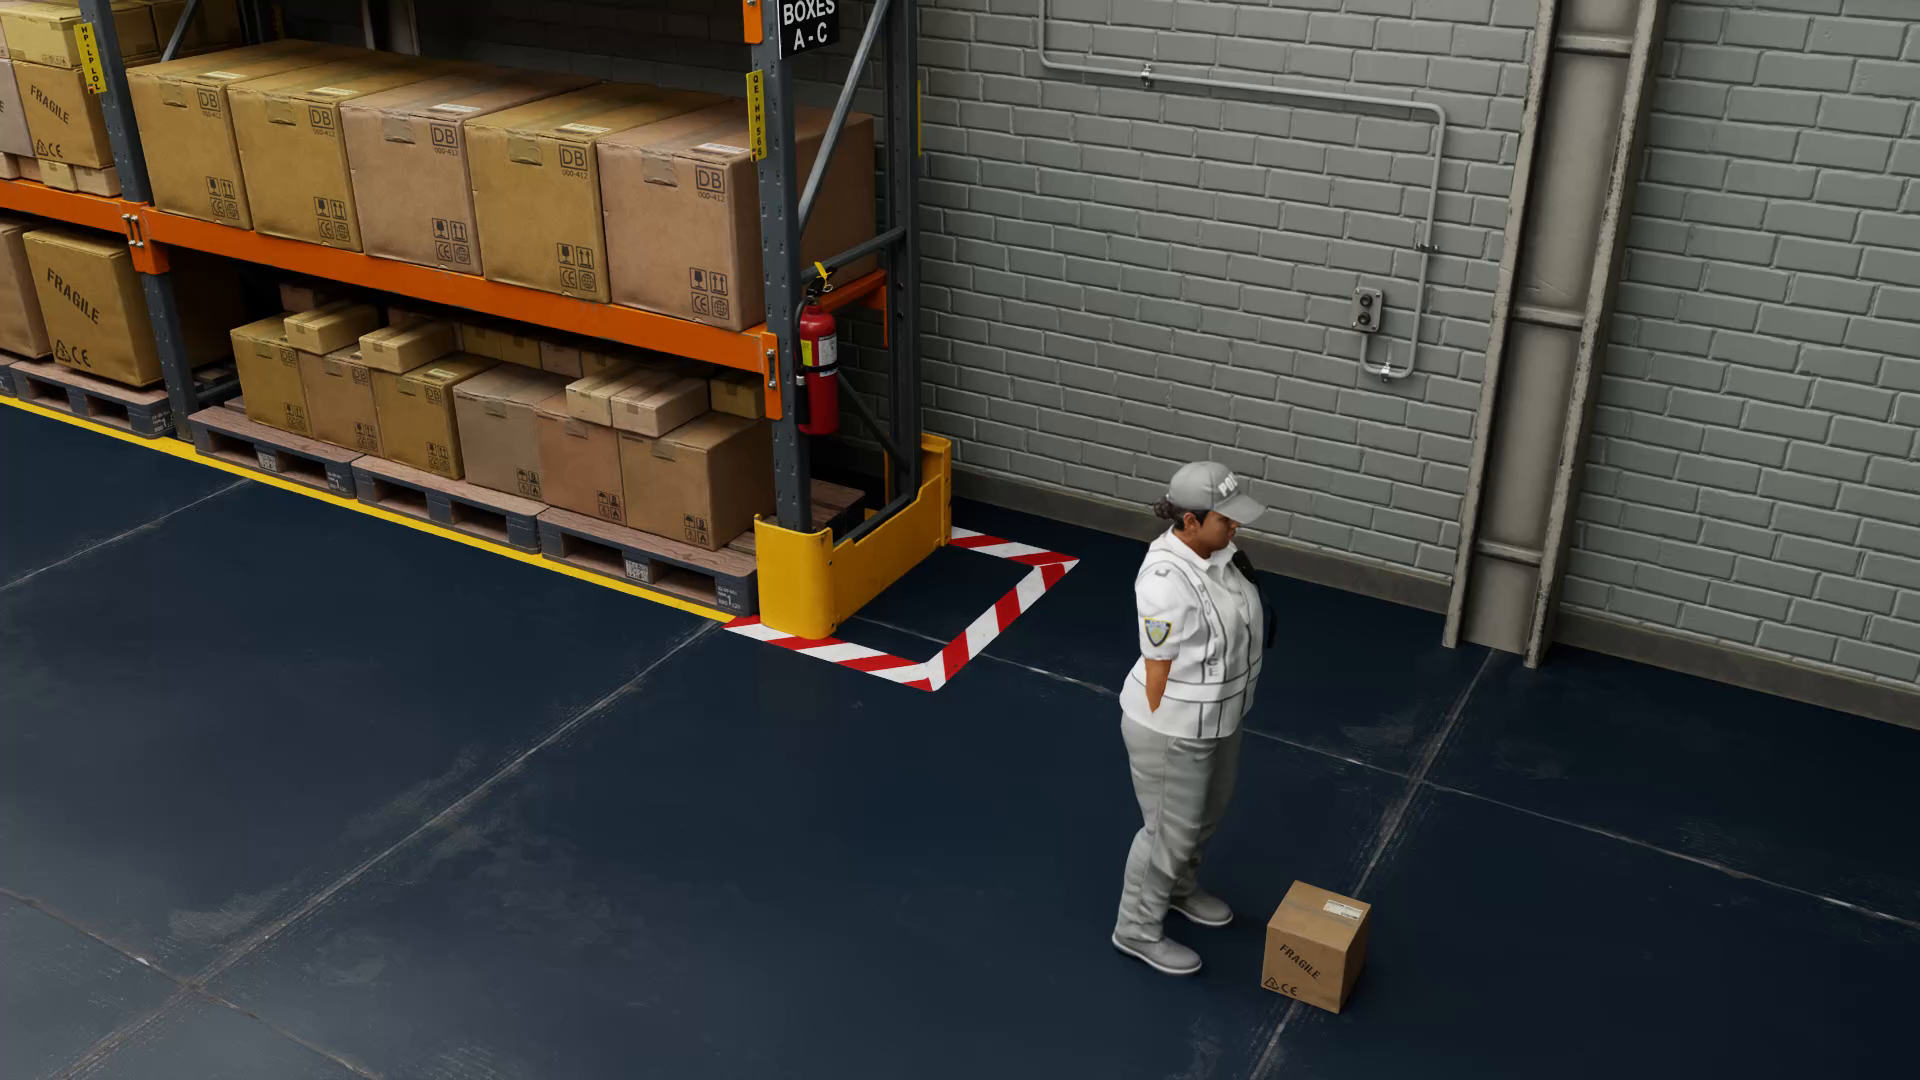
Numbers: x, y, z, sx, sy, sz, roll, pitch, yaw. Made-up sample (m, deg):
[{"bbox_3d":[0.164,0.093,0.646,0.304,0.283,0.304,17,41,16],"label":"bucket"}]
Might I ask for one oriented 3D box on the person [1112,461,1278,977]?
[{"bbox_3d":[0.708,0.529,5.070,0.391,1.661,0.467,15,30,27],"label":"person"}]
